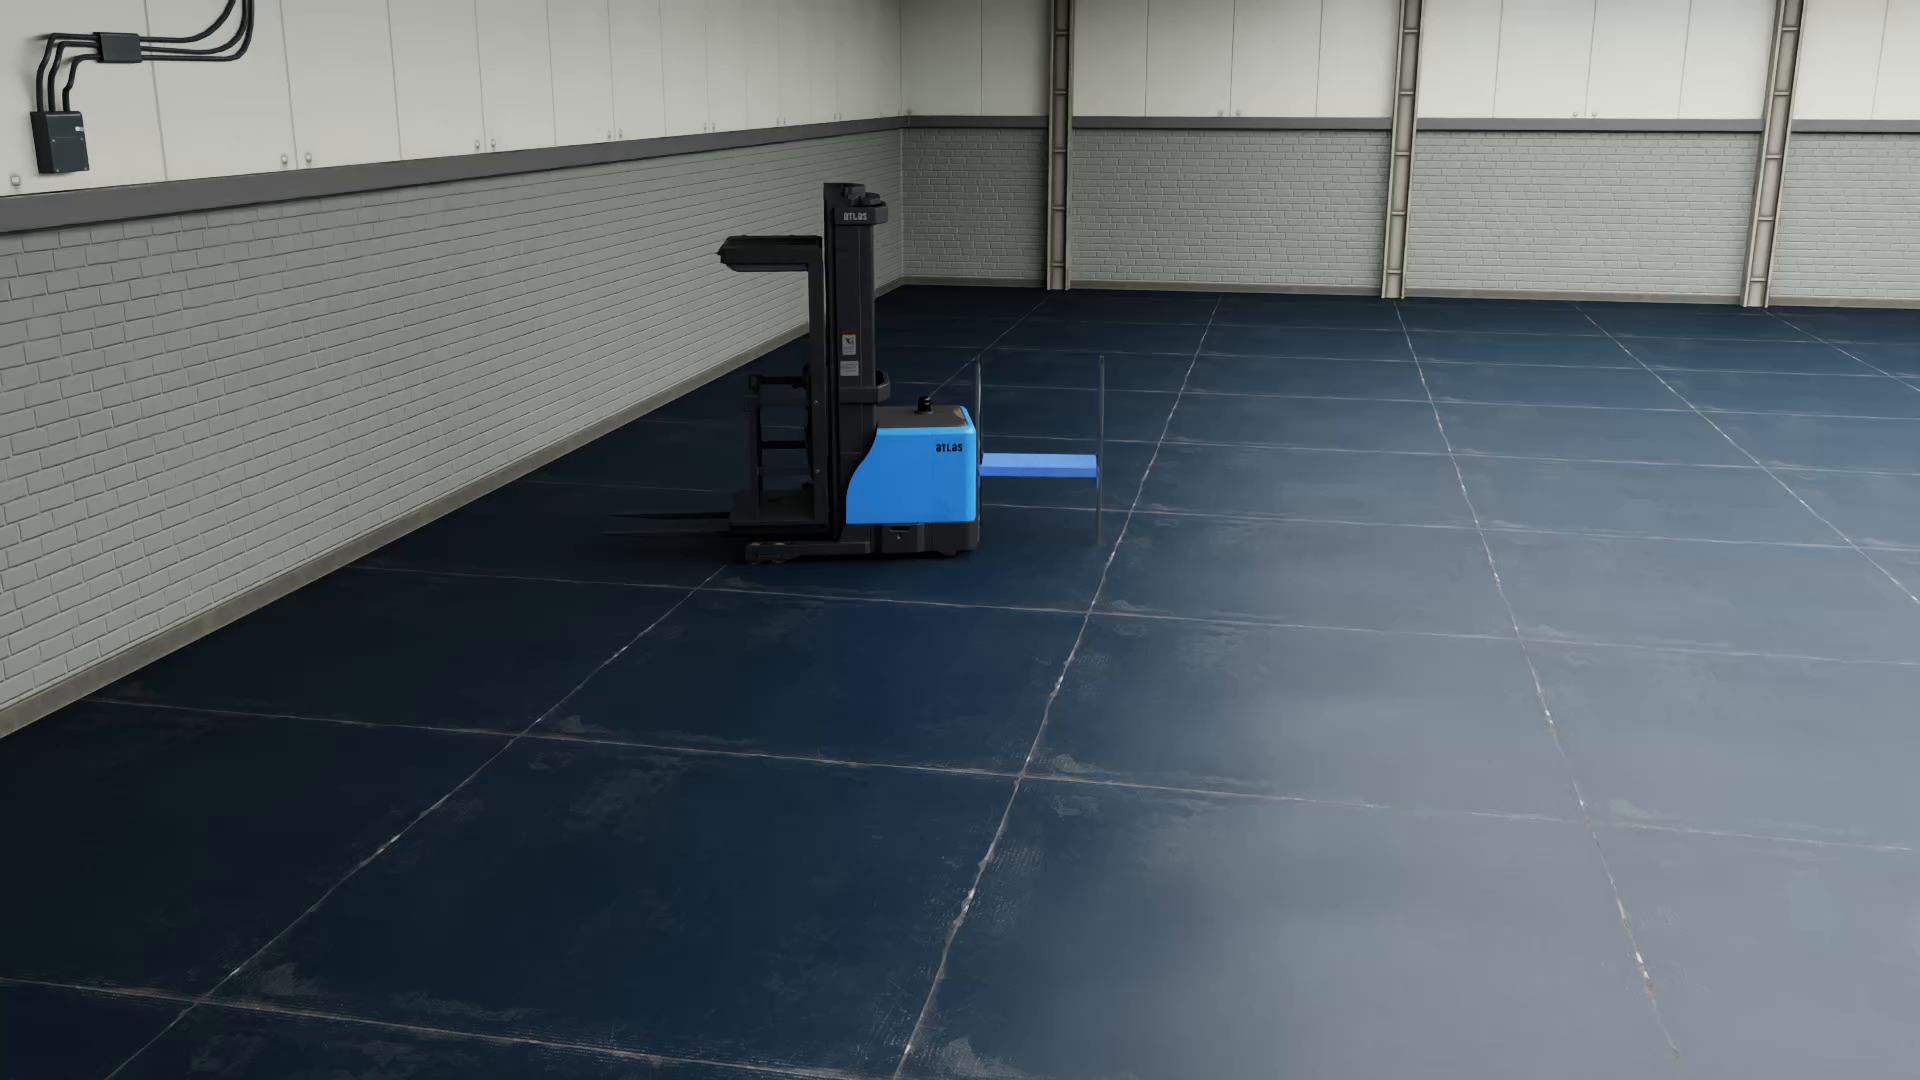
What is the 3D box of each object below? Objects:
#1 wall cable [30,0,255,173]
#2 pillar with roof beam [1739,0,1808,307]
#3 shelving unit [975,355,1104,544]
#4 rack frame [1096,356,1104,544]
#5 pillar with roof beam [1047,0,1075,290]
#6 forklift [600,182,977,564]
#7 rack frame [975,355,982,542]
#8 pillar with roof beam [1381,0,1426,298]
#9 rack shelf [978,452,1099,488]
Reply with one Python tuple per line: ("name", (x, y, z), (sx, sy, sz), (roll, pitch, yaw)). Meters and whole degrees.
("wall cable", (-5.172, -5.369, 10.145), (0.169, 6.003, 2.305), (3, 16, 11))
("pillar with roof beam", (12.723, -7.220, 23.200), (0.400, 9.000, 9.100), (3, 16, 11))
("shelving unit", (0.663, -0.765, 13.945), (1.048, 1.500, 0.538), (1, 16, 3))
("rack frame", (1.170, -0.757, 13.914), (0.032, 1.500, 0.500), (1, 16, 3))
("pillar with roof beam", (0.963, -7.859, 25.505), (0.400, 9.000, 9.100), (3, 16, 11))
("forklift", (-1.404, -1.367, 13.438), (3.031, 2.935, 1.130), (-1, 16, -5))
("rack frame", (0.156, -0.774, 13.975), (0.032, 1.500, 0.500), (1, 16, 3))
("pillar with roof beam", (6.843, -7.539, 24.353), (0.400, 9.000, 9.100), (3, 16, 11))
("rack shelf", (0.663, -0.592, 13.993), (1.000, 0.185, 0.538), (1, 16, 3))
